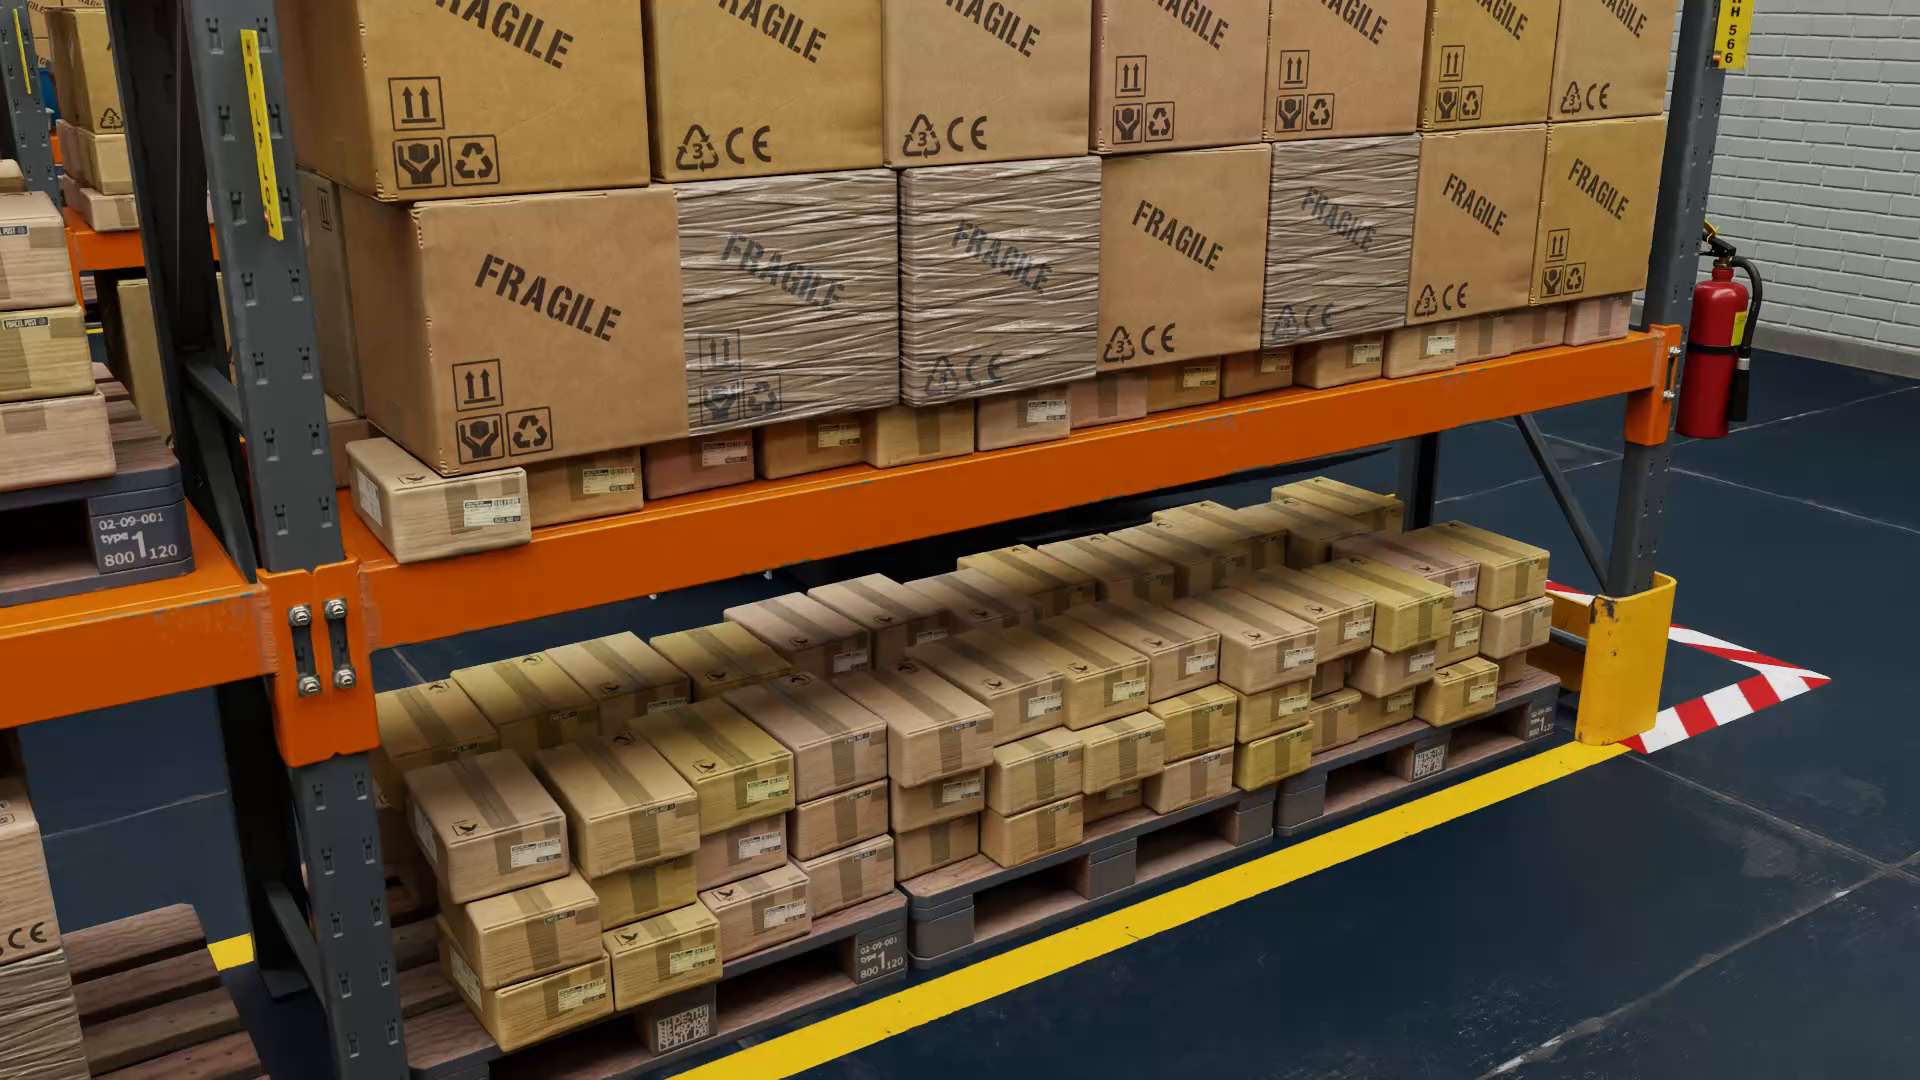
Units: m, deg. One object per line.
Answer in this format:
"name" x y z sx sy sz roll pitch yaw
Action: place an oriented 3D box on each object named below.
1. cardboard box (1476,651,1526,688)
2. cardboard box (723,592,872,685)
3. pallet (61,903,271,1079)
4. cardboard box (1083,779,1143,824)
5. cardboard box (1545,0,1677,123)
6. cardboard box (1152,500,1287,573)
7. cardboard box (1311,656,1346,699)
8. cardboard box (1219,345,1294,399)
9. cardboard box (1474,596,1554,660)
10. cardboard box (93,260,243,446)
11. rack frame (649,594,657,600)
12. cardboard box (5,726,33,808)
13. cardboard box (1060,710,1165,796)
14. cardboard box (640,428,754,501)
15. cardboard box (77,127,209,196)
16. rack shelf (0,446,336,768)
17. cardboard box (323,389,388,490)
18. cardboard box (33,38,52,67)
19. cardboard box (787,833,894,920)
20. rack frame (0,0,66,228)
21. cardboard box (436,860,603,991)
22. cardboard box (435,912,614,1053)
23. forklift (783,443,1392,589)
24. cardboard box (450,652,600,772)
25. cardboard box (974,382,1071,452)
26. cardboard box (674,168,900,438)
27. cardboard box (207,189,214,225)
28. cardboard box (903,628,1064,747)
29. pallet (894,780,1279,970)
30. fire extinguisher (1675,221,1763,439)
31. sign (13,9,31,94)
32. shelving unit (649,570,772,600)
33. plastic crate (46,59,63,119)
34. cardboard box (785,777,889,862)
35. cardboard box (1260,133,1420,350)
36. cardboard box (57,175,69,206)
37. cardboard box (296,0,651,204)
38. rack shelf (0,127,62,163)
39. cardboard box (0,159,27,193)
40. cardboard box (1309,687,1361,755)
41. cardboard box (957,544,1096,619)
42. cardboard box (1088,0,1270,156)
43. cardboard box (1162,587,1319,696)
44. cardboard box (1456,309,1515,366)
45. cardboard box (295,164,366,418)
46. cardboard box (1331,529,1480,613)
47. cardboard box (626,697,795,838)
"cardboard box" 1.582 0.345 5.337 0.250 0.149 0.380 -11 22 -30
"cardboard box" -0.449 0.288 4.576 0.250 0.149 0.380 -13 23 -34
"pallet" -2.083 1.208 3.343 1.213 0.211 1.003 -12 22 -31
"cardboard box" 0.286 0.616 4.533 0.250 0.149 0.380 -11 22 -30
"cardboard box" 1.662 -1.470 4.728 0.500 0.500 0.500 -12 22 -32
"cardboard box" 0.838 0.007 5.408 0.250 0.149 0.380 -12 22 -32
"cardboard box" 0.909 0.336 4.897 0.250 0.149 0.380 -12 22 -32
"cardboard box" 0.666 -0.500 4.432 0.250 0.149 0.380 -13 23 -34
"cardboard box" 1.623 0.225 5.228 0.250 0.149 0.380 -13 22 -33
"cardboard box" -3.482 -0.883 7.834 0.875 0.875 0.875 -12 22 -31
"rack frame" -1.259 -0.368 6.460 0.015 1.200 0.240 -10 21 -26
"cardboard box" -2.196 0.439 3.340 0.500 0.250 0.500 -13 23 -34
"cardboard box" 0.326 0.507 4.392 0.250 0.149 0.380 -12 22 -31
"cardboard box" -0.648 -0.221 3.606 0.250 0.149 0.380 -13 23 -34
"cardboard box" -3.541 -1.678 7.294 0.500 0.250 0.500 -12 22 -32
"rack shelf" -3.104 0.442 2.376 4.000 0.370 1.077 -12 22 -31
"cardboard box" -1.324 -0.245 3.677 0.250 0.149 0.380 -12 22 -32
"cardboard box" -8.521 -4.401 15.423 0.500 0.500 0.500 -11 22 -30
"cardboard box" -0.367 0.760 4.109 0.250 0.149 0.380 -12 22 -33
"rack frame" -4.077 -1.595 7.280 0.127 3.000 1.000 -12 22 -31
"cardboard box" -0.955 0.782 3.580 0.250 0.149 0.380 -11 21 -29
"cardboard box" -0.953 0.923 3.628 0.250 0.149 0.380 -13 23 -34
"forklift" 0.549 -1.482 7.053 3.031 2.935 1.130 -10 21 -26
"cardboard box" -1.088 0.431 4.153 0.250 0.149 0.380 -12 22 -31
"cardboard box" 0.056 -0.339 3.957 0.250 0.149 0.380 -11 21 -29
"cardboard box" -0.472 -0.548 3.562 0.500 0.500 0.500 -12 22 -31
"cardboard box" -3.428 -1.486 7.348 0.250 0.149 0.380 -13 22 -33
"cardboard box" 0.060 0.378 4.309 0.250 0.149 0.380 -13 23 -34
"pallet" 0.128 0.726 4.767 1.213 0.211 1.003 -12 22 -31
"fire extinguisher" 2.371 -0.663 5.225 0.183 0.674 0.296 -12 22 -31
"sign" -3.770 -1.963 6.683 0.005 0.325 0.100 -12 22 -31
"shelving unit" -1.044 -0.405 6.569 0.503 1.200 0.258 -10 21 -26
"plastic crate" -5.917 -3.069 11.446 0.583 0.464 0.402 -12 22 -31
"cardboard box" -0.382 0.614 4.077 0.250 0.149 0.380 -13 23 -34
"cardboard box" 0.822 -0.814 4.350 0.500 0.500 0.500 -12 22 -31
"cardboard box" -8.576 -3.489 16.392 0.500 0.311 0.500 -12 22 -31
"cardboard box" -0.923 -0.927 3.122 0.500 0.500 0.500 -11 22 -30
"rack shelf" -5.131 -2.932 12.356 4.000 0.370 1.077 -12 22 -31
"cardboard box" -2.016 -0.666 3.339 0.250 0.149 0.380 -11 21 -29
"cardboard box" 0.956 0.488 4.915 0.250 0.149 0.380 -12 22 -31
"cardboard box" 0.194 0.153 4.976 0.250 0.149 0.380 -12 22 -31
"cardboard box" 0.369 -1.193 3.908 0.500 0.500 0.500 -13 23 -33
"cardboard box" 0.772 0.275 4.615 0.250 0.149 0.380 -11 22 -29
"cardboard box" 1.361 -0.621 4.791 0.250 0.149 0.380 -12 22 -32
"cardboard box" -1.185 -0.600 3.715 0.500 0.500 0.500 -12 22 -31
"cardboard box" 1.363 0.104 5.119 0.250 0.149 0.380 -11 22 -30
"cardboard box" -0.585 0.523 3.880 0.250 0.149 0.380 -12 22 -32
